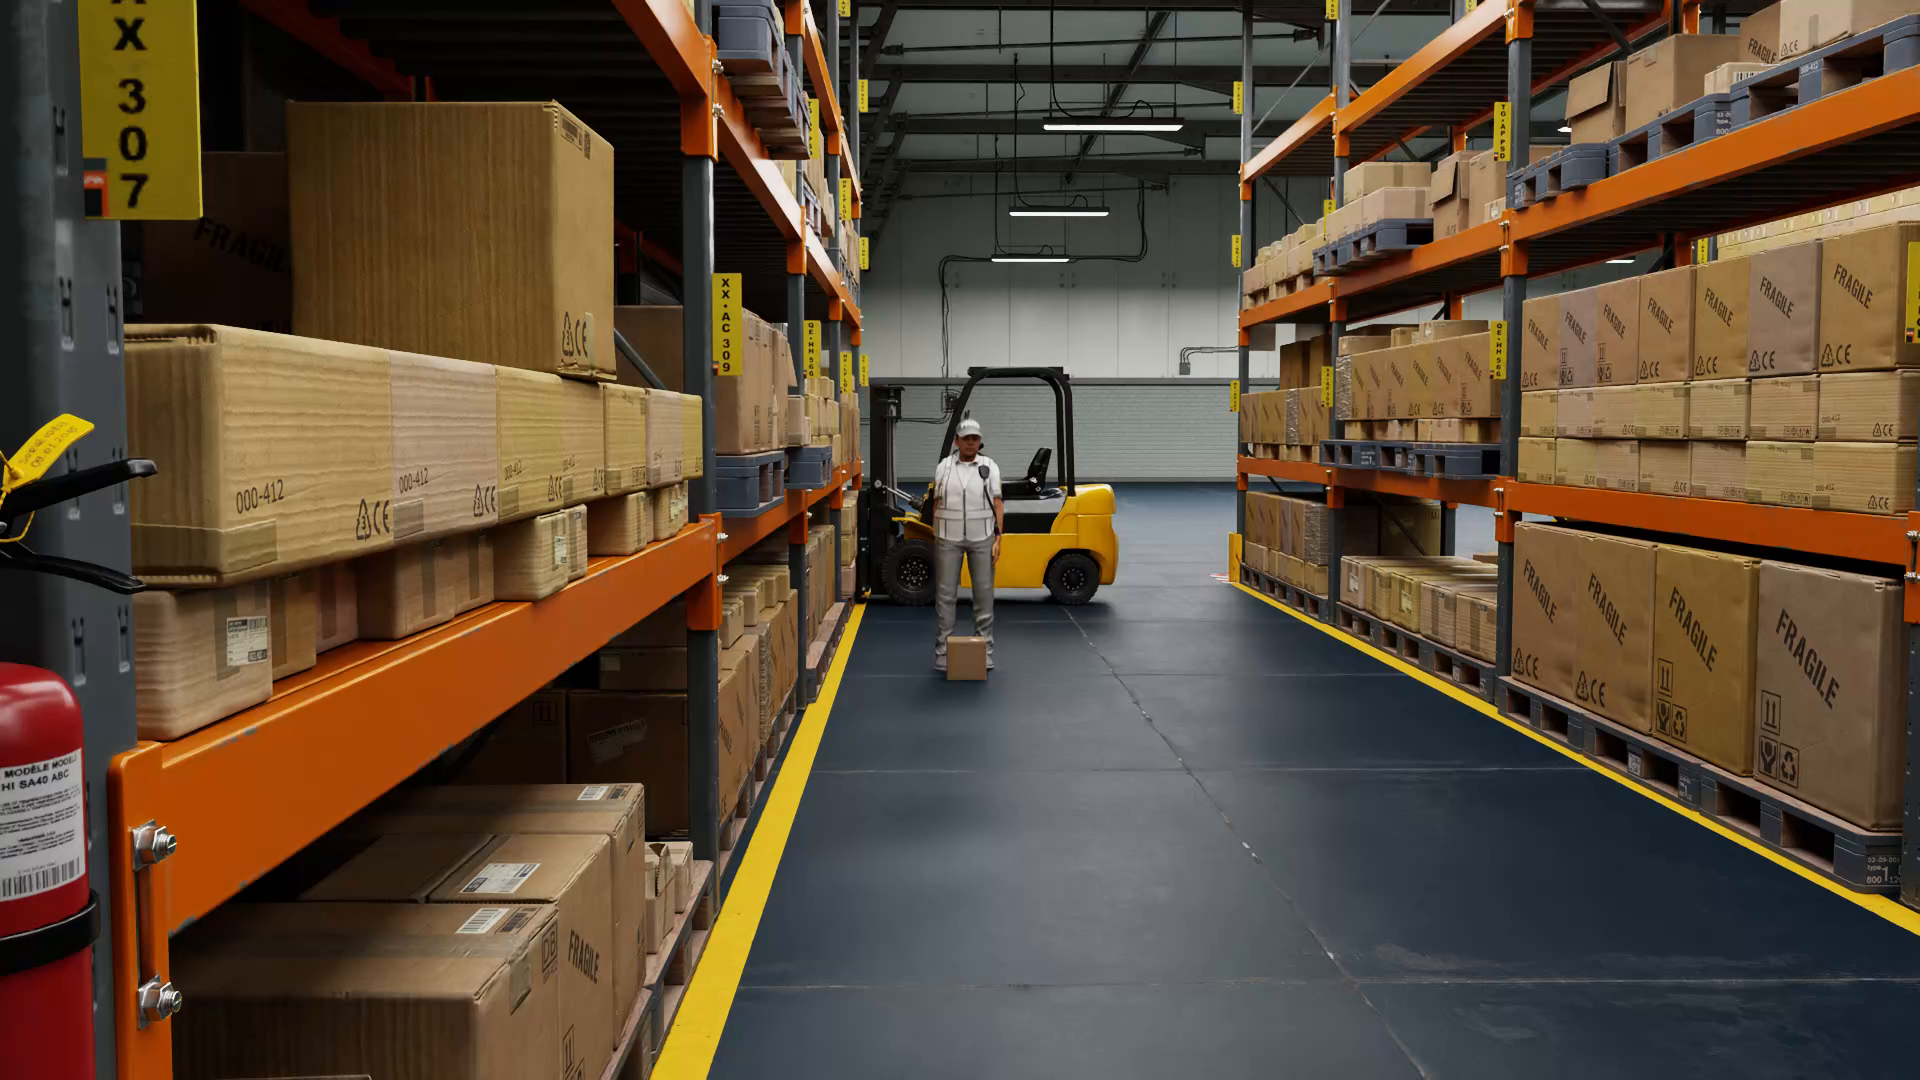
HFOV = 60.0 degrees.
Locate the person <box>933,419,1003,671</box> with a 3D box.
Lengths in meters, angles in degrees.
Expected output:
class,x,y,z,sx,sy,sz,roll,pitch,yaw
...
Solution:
class,x,y,z,sx,sy,sz,roll,pitch,yaw
person,0.054,0.028,11.099,0.471,1.667,0.390,0,4,1
